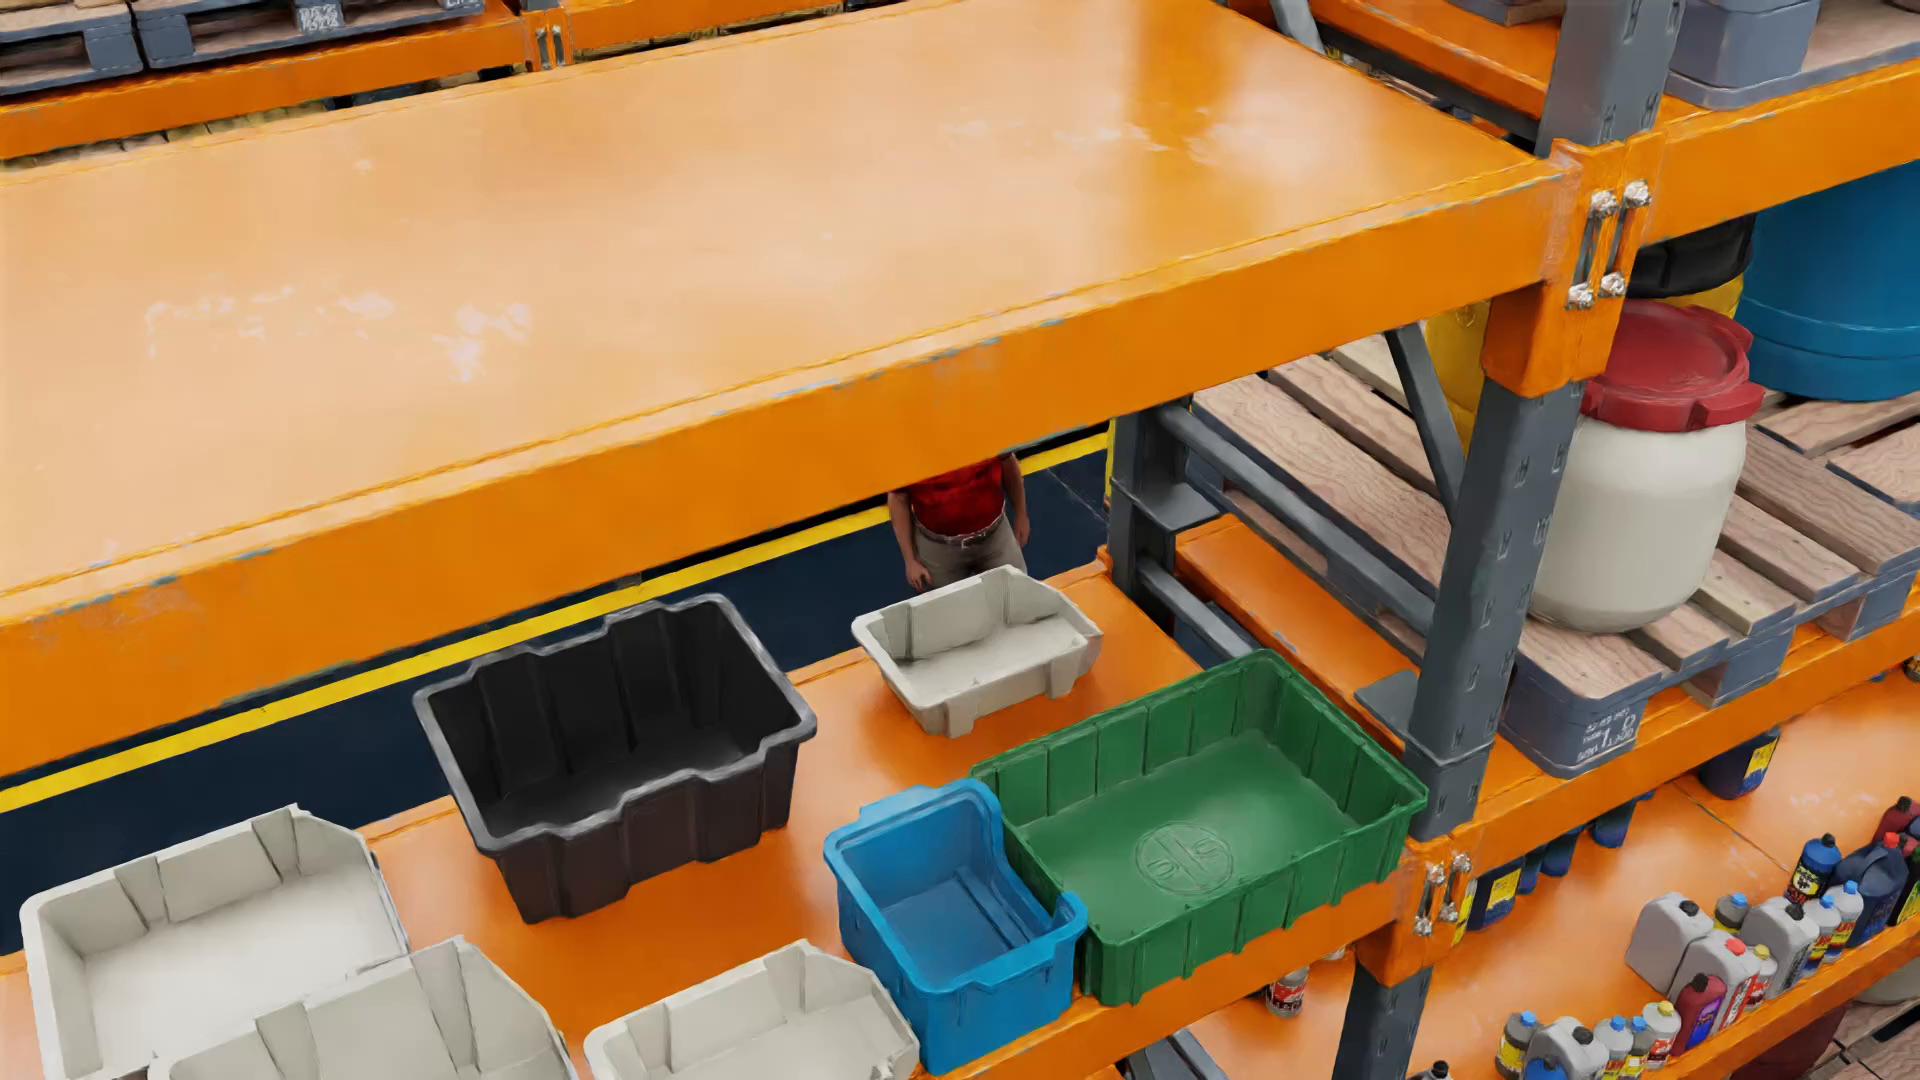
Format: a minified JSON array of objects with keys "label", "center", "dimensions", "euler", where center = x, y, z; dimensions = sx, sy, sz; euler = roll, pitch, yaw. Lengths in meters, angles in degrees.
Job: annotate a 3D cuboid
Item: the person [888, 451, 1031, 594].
[{"label":"person","center":[0.035,0.012,6.909],"dimensions":[0.660,1.717,0.469],"euler":[-11,38,-15]}]
